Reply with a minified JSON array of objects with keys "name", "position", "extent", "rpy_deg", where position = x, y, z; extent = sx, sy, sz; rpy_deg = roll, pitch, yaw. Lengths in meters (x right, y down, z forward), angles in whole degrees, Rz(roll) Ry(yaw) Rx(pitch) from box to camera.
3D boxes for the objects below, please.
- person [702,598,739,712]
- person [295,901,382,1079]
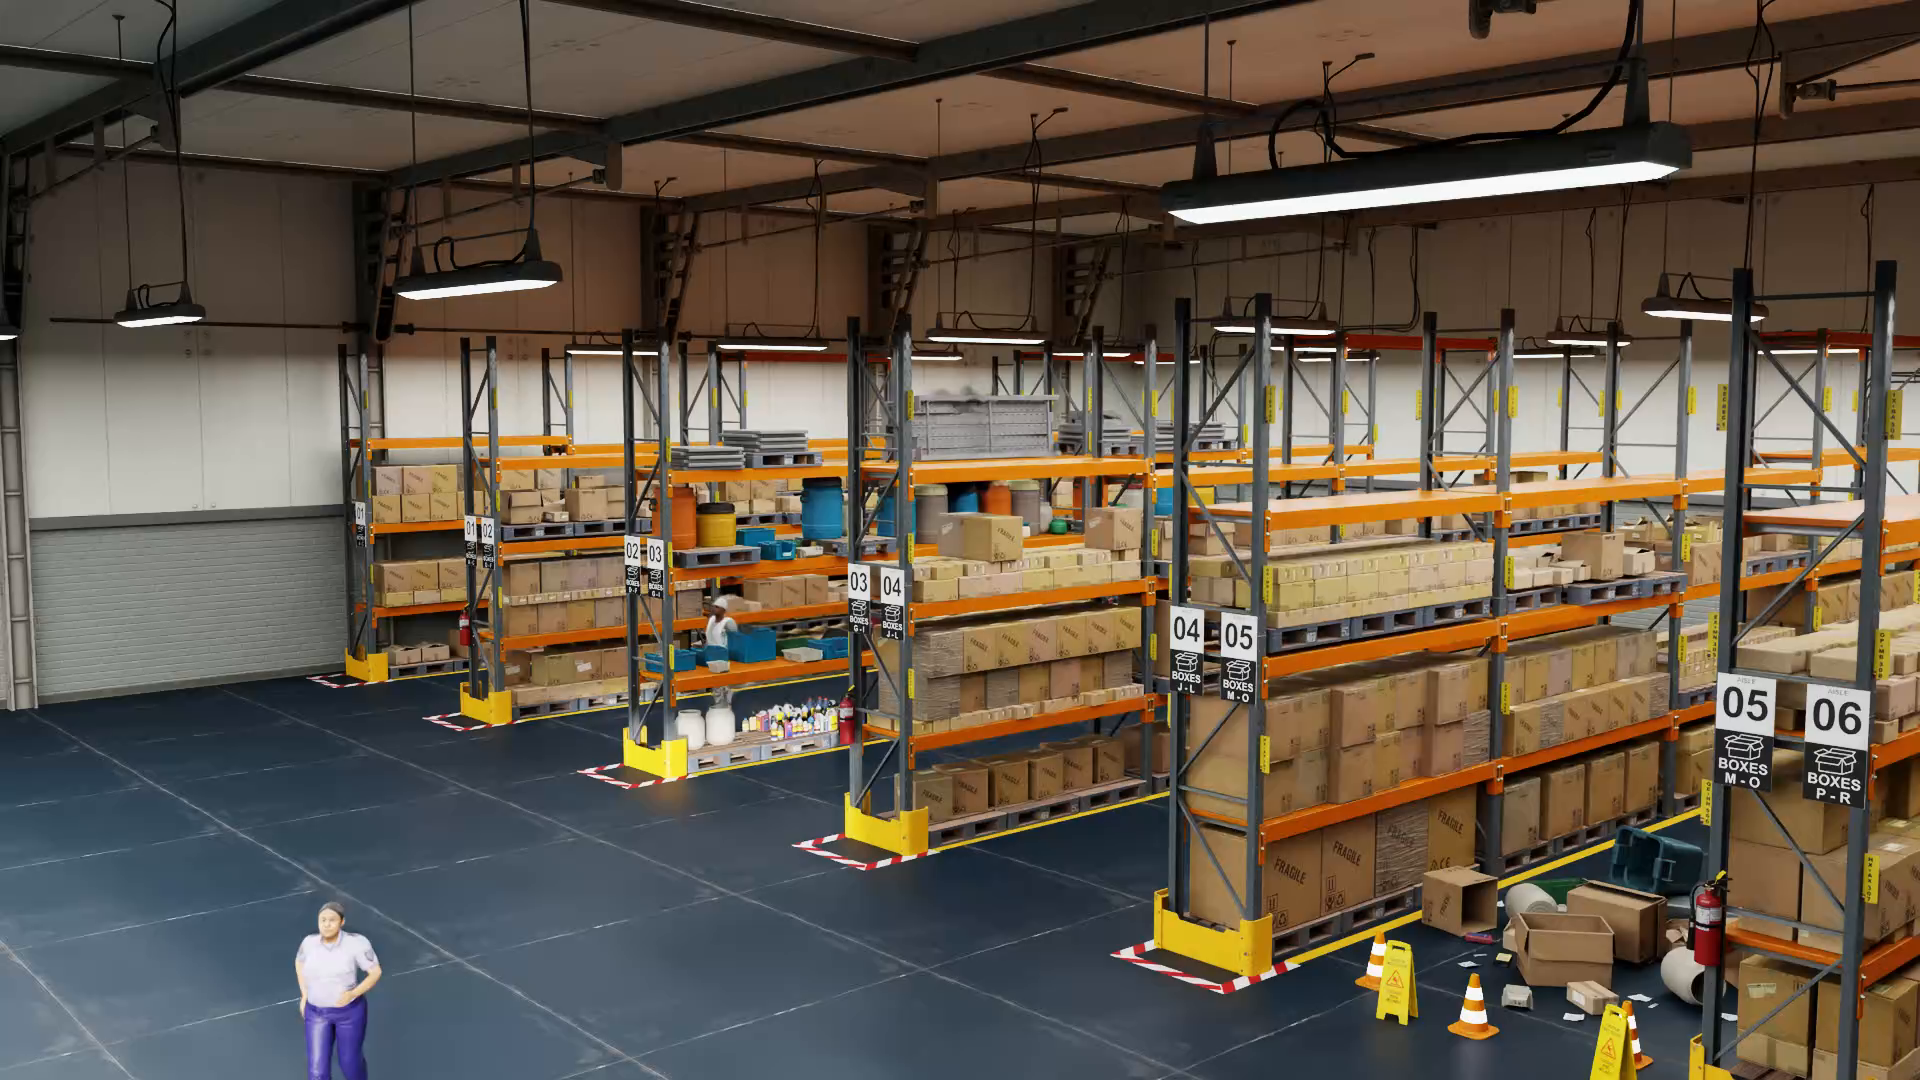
[{"name":"person","position":[-3.628,1.753,25.214],"extent":[0.705,1.745,0.553],"rpy_deg":[5,7,44]},{"name":"person","position":[-4.314,3.315,11.533],"extent":[0.606,1.662,0.864],"rpy_deg":[-1,5,-11]}]
